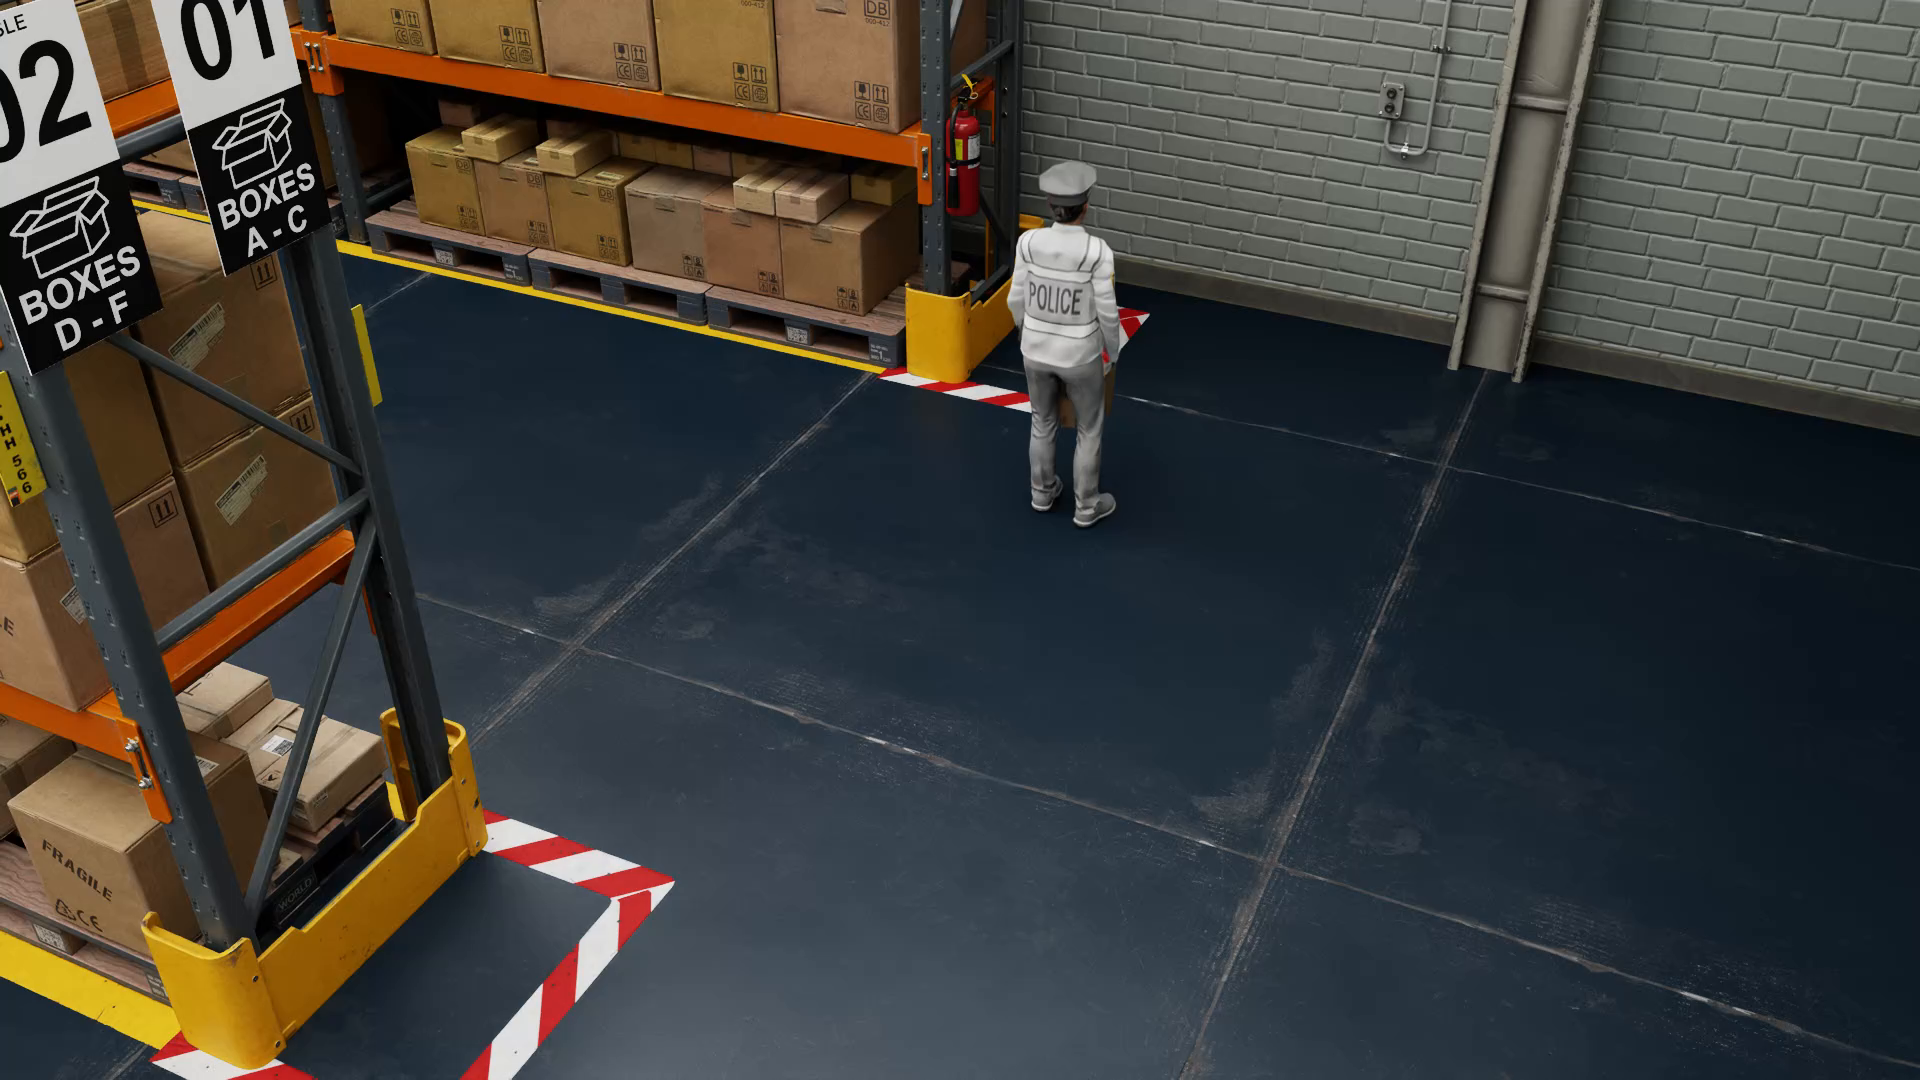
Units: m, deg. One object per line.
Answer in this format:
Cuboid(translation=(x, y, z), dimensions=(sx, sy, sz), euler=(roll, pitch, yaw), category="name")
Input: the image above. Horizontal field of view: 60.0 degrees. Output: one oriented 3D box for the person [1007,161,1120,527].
Cuboid(translation=(0.469, -0.844, 7.387), dimensions=(0.508, 1.673, 0.411), euler=(13, 36, 19), category="person")
